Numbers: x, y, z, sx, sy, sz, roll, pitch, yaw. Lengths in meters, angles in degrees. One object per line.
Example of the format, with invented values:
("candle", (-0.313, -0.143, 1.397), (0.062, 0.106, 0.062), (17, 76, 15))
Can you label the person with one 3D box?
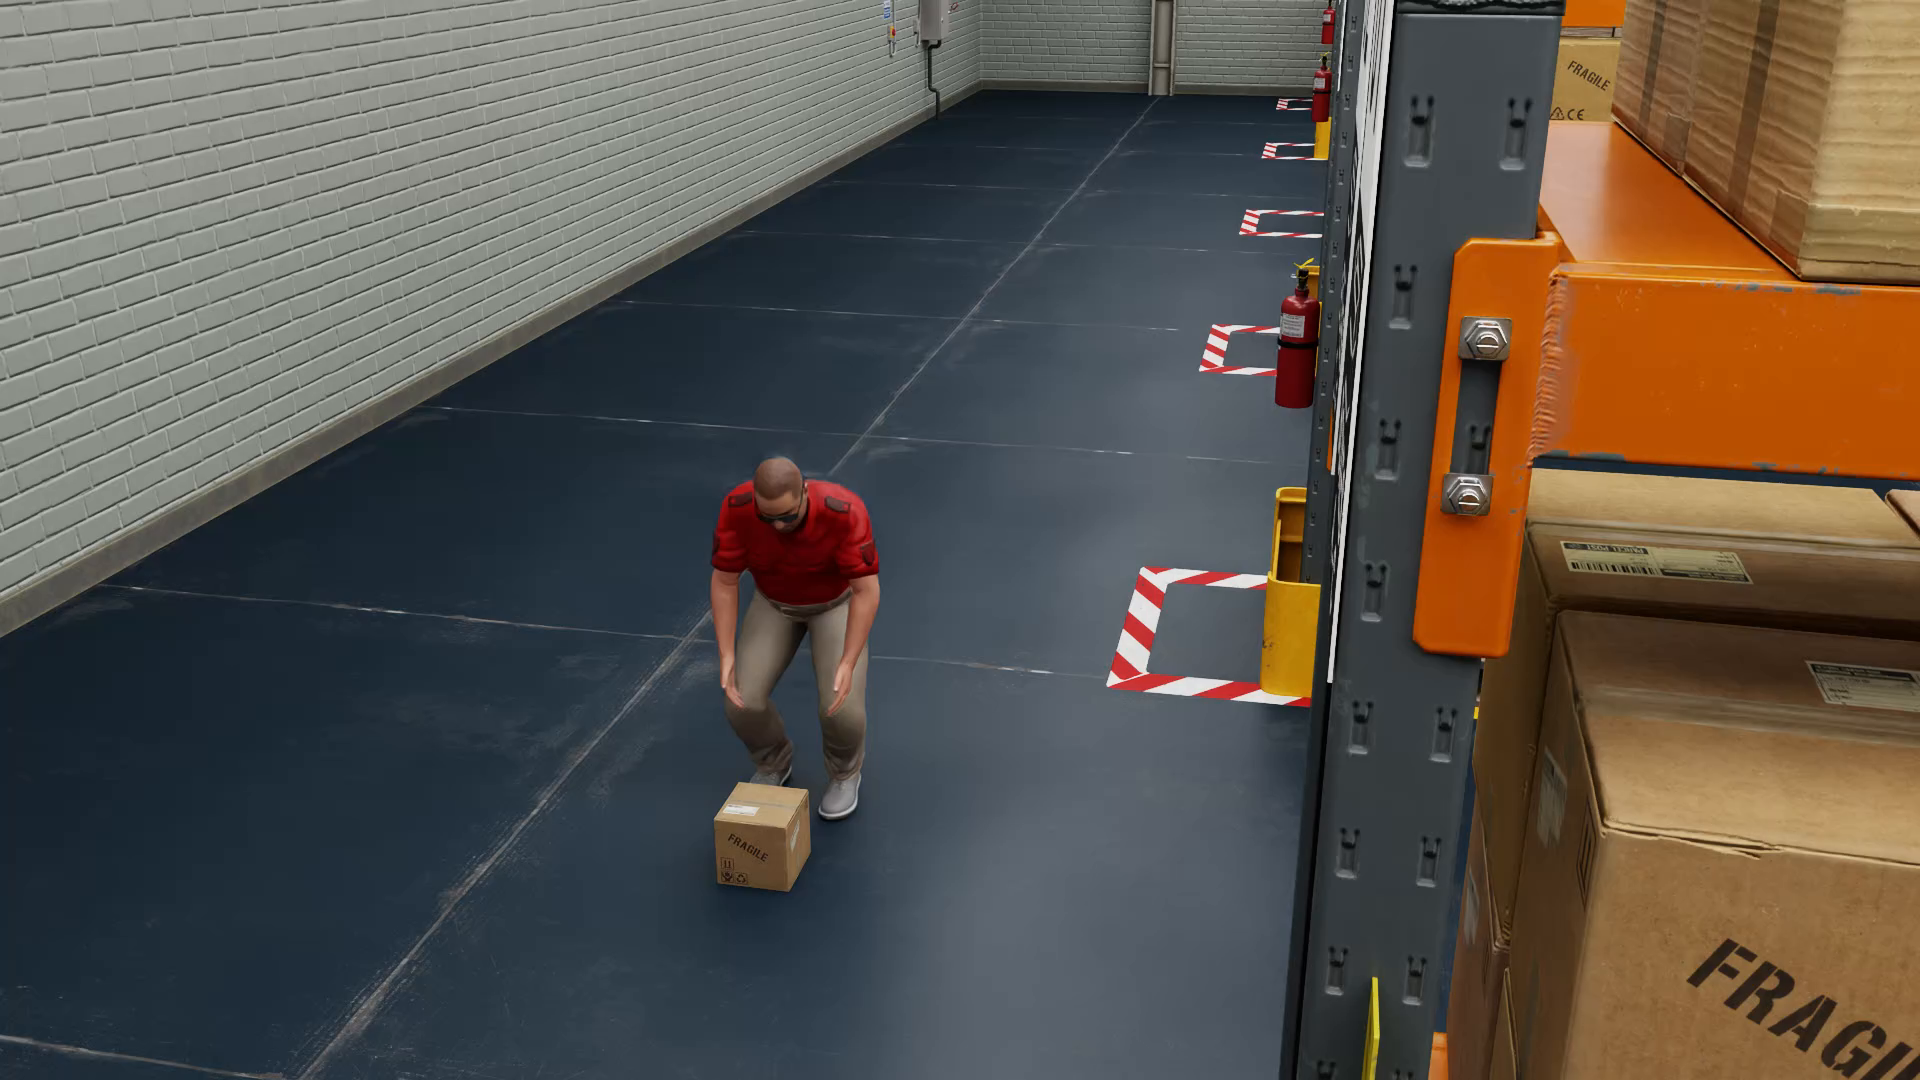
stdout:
("person", (-0.537, 0.304, 5.784), (0.590, 1.409, 0.707), (4, 22, 11))
